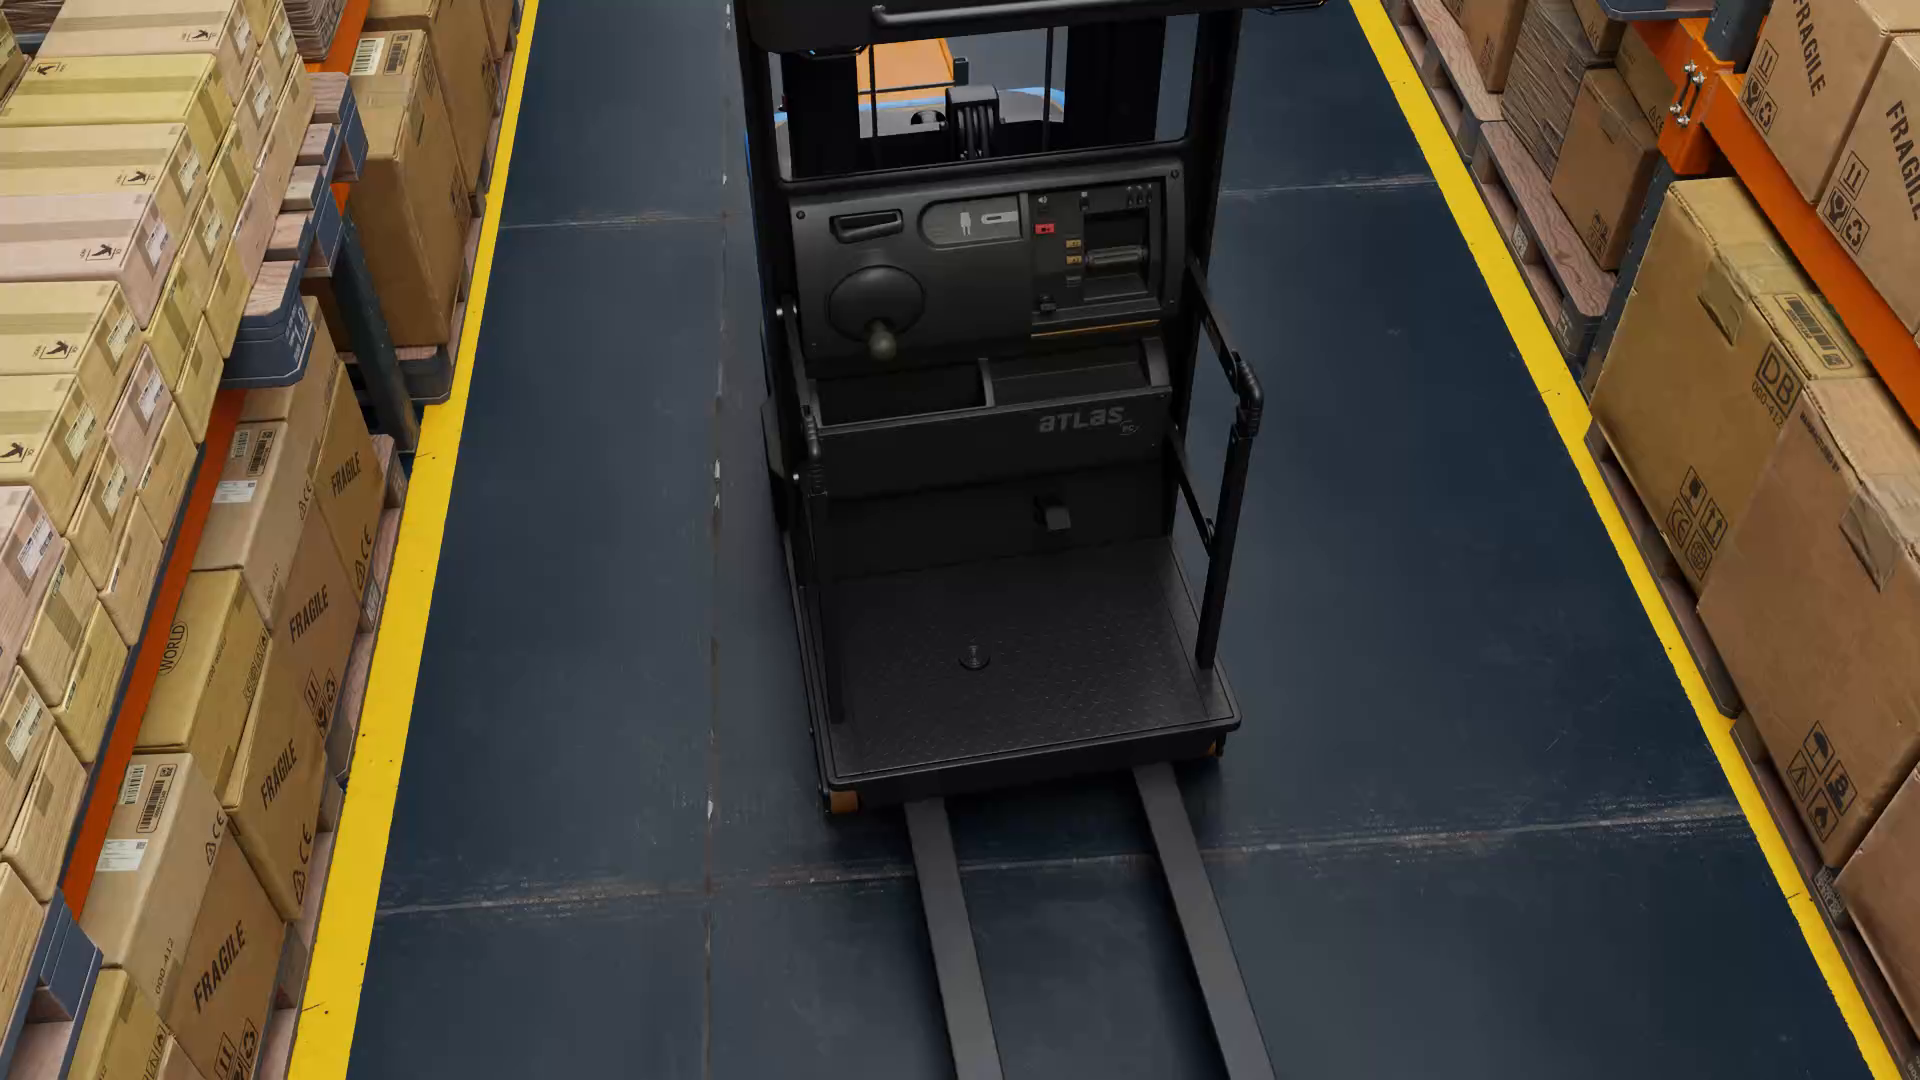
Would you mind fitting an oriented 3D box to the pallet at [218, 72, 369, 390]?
[{"bbox_3d":[-2.143,-0.751,4.027,1.213,0.211,1.003,-3,47,-3],"label":"pallet"}]

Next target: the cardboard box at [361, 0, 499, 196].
[{"bbox_3d":[-2.346,-1.775,6.126,1.050,0.750,0.750,-3,47,-3],"label":"cardboard box"}]

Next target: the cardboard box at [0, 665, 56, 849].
[{"bbox_3d":[-1.641,0.337,2.543,0.380,0.149,0.250,-2,47,-2],"label":"cardboard box"}]

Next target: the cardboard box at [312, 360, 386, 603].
[{"bbox_3d":[-1.993,-0.151,4.759,0.500,0.500,0.500,-4,47,-3],"label":"cardboard box"}]

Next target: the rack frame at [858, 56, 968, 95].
[{"bbox_3d":[-0.223,-1.058,5.477,0.500,1.125,0.032,-8,47,-7],"label":"rack frame"}]

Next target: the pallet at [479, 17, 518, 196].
[{"bbox_3d":[-2.398,-1.823,6.831,1.003,0.211,1.213,-3,47,-3],"label":"pallet"}]

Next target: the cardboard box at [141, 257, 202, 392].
[{"bbox_3d":[-1.726,-0.412,3.253,0.380,0.149,0.250,-4,47,-4],"label":"cardboard box"}]

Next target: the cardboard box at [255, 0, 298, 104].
[{"bbox_3d":[-1.813,-1.157,3.958,0.380,0.149,0.250,-3,47,-2],"label":"cardboard box"}]

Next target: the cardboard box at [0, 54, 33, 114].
[{"bbox_3d":[-2.472,-1.048,4.060,0.380,0.149,0.250,-4,47,-4],"label":"cardboard box"}]

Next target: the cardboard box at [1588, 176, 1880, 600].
[{"bbox_3d":[2.680,-0.468,4.801,1.225,0.875,0.875,-5,47,-5],"label":"cardboard box"}]

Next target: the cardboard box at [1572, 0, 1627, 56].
[{"bbox_3d":[2.502,-1.970,5.952,0.500,0.250,0.500,1,47,1],"label":"cardboard box"}]

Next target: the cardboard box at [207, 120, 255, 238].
[{"bbox_3d":[-1.765,-0.773,3.595,0.380,0.149,0.250,-2,47,-2],"label":"cardboard box"}]

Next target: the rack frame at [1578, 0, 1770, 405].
[{"bbox_3d":[2.643,-1.554,4.656,1.000,3.000,0.127,-3,47,-3],"label":"rack frame"}]

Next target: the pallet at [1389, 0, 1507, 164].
[{"bbox_3d":[2.480,-2.042,7.038,1.003,0.211,1.213,-3,47,-3],"label":"pallet"}]

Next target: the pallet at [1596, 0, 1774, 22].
[{"bbox_3d":[2.477,-1.998,5.208,1.213,0.211,1.003,-3,47,-3],"label":"pallet"}]

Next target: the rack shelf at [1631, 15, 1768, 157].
[{"bbox_3d":[2.475,-2.754,6.288,1.077,0.370,4.000,-3,47,-3],"label":"rack shelf"}]

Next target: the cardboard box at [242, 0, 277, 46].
[{"bbox_3d":[-1.811,-1.262,3.853,0.380,0.149,0.250,-5,47,-5],"label":"cardboard box"}]

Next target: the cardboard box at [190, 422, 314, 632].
[{"bbox_3d":[-1.937,-0.025,4.124,0.500,0.250,0.500,-3,47,-3],"label":"cardboard box"}]

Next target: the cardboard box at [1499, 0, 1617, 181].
[{"bbox_3d":[2.507,-1.730,6.241,0.700,0.500,0.500,-7,47,-7],"label":"cardboard box"}]

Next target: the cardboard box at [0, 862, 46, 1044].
[{"bbox_3d":[-1.614,0.634,2.467,0.380,0.149,0.250,-3,47,-3],"label":"cardboard box"}]

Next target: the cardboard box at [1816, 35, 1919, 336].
[{"bbox_3d":[2.458,-0.848,3.918,0.500,0.500,0.500,-5,47,-4],"label":"cardboard box"}]

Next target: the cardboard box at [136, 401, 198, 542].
[{"bbox_3d":[-1.707,-0.127,3.188,0.380,0.149,0.250,-2,47,-2],"label":"cardboard box"}]

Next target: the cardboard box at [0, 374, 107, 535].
[{"bbox_3d":[-1.684,-0.138,2.789,0.380,0.149,0.250,-2,47,-2],"label":"cardboard box"}]

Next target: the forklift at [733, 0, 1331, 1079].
[{"bbox_3d":[0.116,-0.558,3.760,1.130,2.935,3.031,-8,47,-7],"label":"forklift"}]

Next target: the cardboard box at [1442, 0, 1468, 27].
[{"bbox_3d":[2.406,-2.544,7.012,0.700,0.500,0.500,-7,47,-7],"label":"cardboard box"}]

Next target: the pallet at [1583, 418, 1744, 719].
[{"bbox_3d":[2.634,-0.021,5.124,1.003,0.211,1.213,-3,47,-3],"label":"pallet"}]

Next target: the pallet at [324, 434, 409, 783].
[{"bbox_3d":[-2.244,0.198,4.917,1.003,0.211,1.213,-3,47,-3],"label":"pallet"}]

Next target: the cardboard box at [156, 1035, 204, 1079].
[{"bbox_3d":[-1.817,1.350,3.338,0.500,0.500,0.500,-2,47,-1],"label":"cardboard box"}]

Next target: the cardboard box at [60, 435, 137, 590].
[{"bbox_3d":[-1.681,-0.037,2.898,0.380,0.149,0.250,-4,47,-4],"label":"cardboard box"}]

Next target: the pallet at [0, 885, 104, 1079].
[{"bbox_3d":[-1.893,1.072,2.301,1.003,0.211,1.213,-3,47,-3],"label":"pallet"}]

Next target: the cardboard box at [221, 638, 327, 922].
[{"bbox_3d":[-1.893,0.607,4.042,0.500,0.500,0.500,-5,47,-5],"label":"cardboard box"}]

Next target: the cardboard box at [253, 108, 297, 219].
[{"bbox_3d":[-1.790,-0.875,3.897,0.380,0.149,0.250,-4,47,-3],"label":"cardboard box"}]

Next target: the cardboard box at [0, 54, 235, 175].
[{"bbox_3d":[-1.770,-0.891,3.502,0.380,0.149,0.250,-2,47,-2],"label":"cardboard box"}]

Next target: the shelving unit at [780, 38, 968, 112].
[{"bbox_3d":[-0.318,-1.421,5.821,0.538,1.125,1.048,-8,47,-7],"label":"shelving unit"}]

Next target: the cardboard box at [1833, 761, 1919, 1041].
[{"bbox_3d":[2.828,0.818,3.584,1.225,0.875,0.875,-5,47,-5],"label":"cardboard box"}]

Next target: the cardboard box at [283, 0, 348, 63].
[{"bbox_3d":[-2.077,-1.702,4.727,0.500,0.500,0.500,-3,47,-3],"label":"cardboard box"}]

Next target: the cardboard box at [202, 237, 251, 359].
[{"bbox_3d":[-1.751,-0.509,3.550,0.380,0.149,0.250,-4,47,-4],"label":"cardboard box"}]

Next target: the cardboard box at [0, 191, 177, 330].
[{"bbox_3d":[-1.729,-0.523,3.153,0.380,0.149,0.250,-3,47,-3],"label":"cardboard box"}]

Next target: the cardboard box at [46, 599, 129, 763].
[{"bbox_3d":[-1.663,0.253,2.829,0.380,0.149,0.250,-4,47,-4],"label":"cardboard box"}]

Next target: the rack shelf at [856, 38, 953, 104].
[{"bbox_3d":[-0.318,-1.622,5.608,0.538,0.278,1.000,-8,47,-7],"label":"rack shelf"}]

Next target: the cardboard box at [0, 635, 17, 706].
[{"bbox_3d":[-1.637,0.239,2.431,0.380,0.149,0.250,-4,47,-4],"label":"cardboard box"}]

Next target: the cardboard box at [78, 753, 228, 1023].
[{"bbox_3d":[-1.857,0.720,3.418,0.500,0.250,0.500,-2,47,-2],"label":"cardboard box"}]

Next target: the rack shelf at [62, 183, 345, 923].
[{"bbox_3d":[-2.141,0.368,3.331,1.077,0.370,4.000,-3,47,-3],"label":"rack shelf"}]
